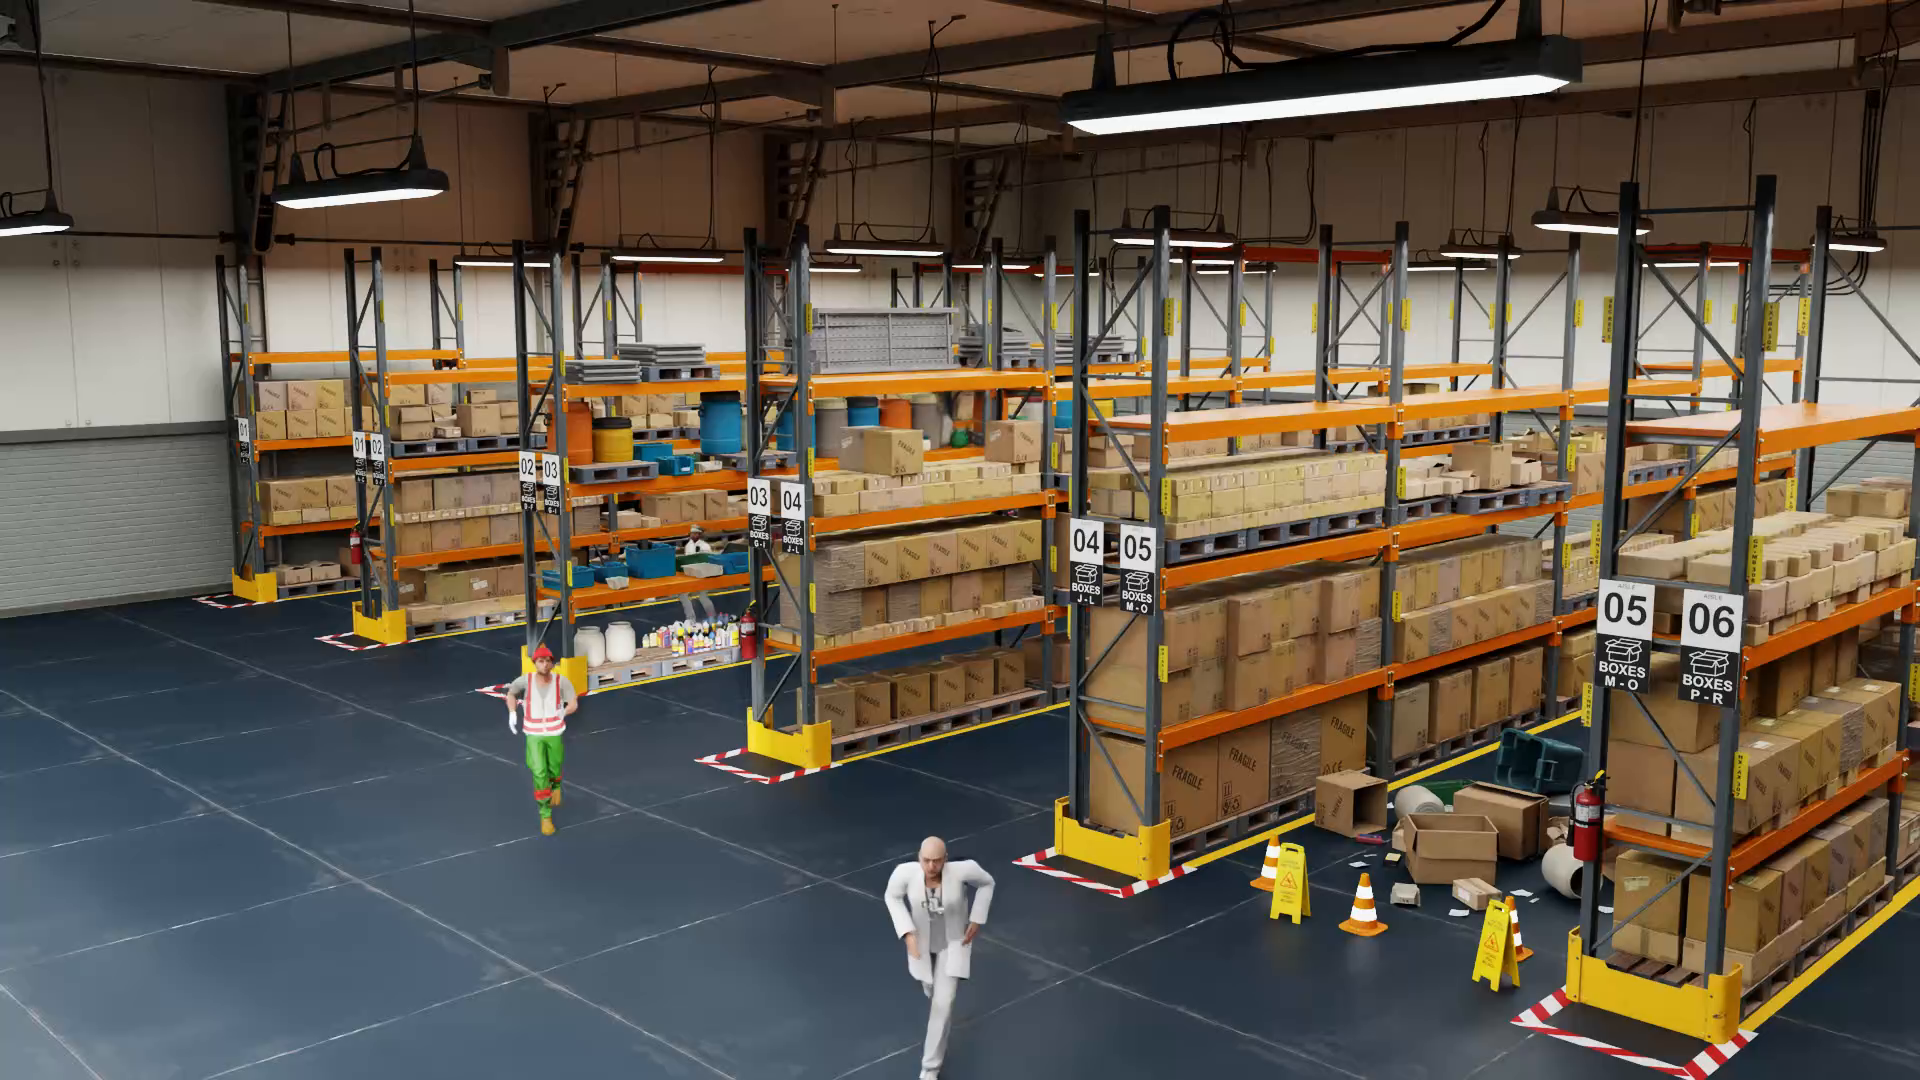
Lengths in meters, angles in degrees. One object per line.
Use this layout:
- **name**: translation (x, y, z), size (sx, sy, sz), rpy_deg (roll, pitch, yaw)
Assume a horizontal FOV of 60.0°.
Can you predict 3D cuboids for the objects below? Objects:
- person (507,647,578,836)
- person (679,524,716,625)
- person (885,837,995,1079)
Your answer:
- **person**: translation (-4.151, 1.932, 16.582), size (0.675, 1.792, 1.016), rpy_deg (-3, 9, -18)
- **person**: translation (-4.185, 0.589, 26.546), size (0.585, 1.726, 0.711), rpy_deg (4, 9, 27)
- **person**: translation (-0.134, 2.752, 11.337), size (0.742, 1.738, 1.081), rpy_deg (0, 8, 2)
